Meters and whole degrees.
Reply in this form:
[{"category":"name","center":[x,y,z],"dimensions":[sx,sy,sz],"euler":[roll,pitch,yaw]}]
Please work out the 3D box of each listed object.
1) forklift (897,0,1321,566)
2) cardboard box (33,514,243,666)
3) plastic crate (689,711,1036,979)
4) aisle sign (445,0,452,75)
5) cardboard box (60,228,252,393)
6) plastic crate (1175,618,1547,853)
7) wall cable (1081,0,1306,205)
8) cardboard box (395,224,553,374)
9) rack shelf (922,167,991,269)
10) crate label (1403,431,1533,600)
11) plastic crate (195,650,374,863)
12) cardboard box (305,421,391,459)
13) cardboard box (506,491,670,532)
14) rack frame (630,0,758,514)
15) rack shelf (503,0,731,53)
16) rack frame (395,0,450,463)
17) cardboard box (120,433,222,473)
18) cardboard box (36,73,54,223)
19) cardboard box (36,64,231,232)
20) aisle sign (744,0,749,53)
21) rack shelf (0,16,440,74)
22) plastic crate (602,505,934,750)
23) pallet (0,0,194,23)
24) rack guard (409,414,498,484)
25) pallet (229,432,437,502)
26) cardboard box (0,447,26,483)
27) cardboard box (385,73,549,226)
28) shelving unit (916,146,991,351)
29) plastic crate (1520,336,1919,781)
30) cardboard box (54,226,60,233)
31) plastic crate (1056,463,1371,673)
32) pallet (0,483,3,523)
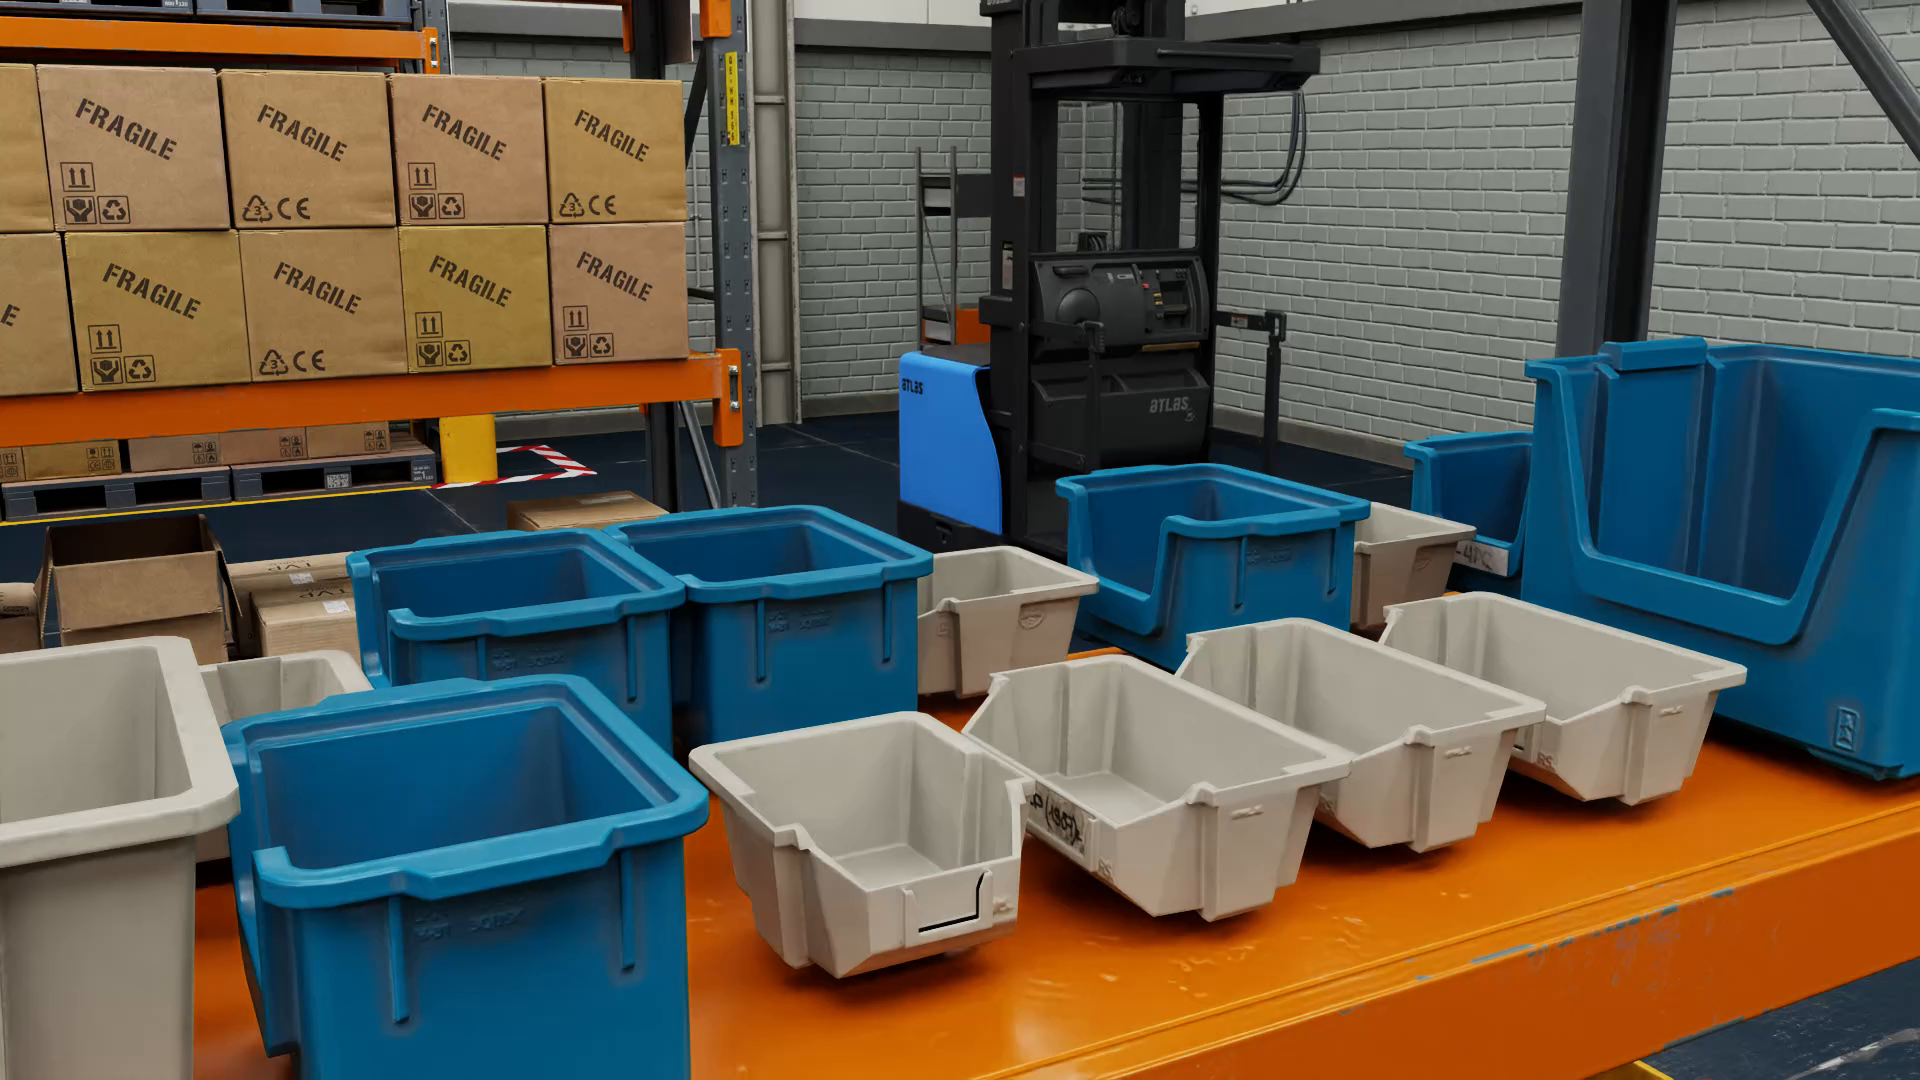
[{"category":"forklift","center":[0.855,-1.121,7.414],"dimensions":[1.130,2.935,3.031],"euler":[-7,15,-30]},{"category":"cardboard box","center":[-2.940,0.232,5.930],"dimensions":[0.637,0.503,0.797],"euler":[-7,14,-28]},{"category":"plastic crate","center":[-0.080,0.278,1.505],"dimensions":[0.250,0.136,0.298],"euler":[-7,14,-28]},{"category":"aisle sign","center":[-3.246,-3.166,10.423],"dimensions":[0.004,0.787,0.394],"euler":[-7,14,-28]},{"category":"cardboard box","center":[-2.675,-0.783,5.528],"dimensions":[0.500,0.500,0.500],"euler":[-7,14,-29]},{"category":"plastic crate","center":[0.404,0.209,1.811],"dimensions":[0.243,0.136,0.396],"euler":[-7,14,-28]},{"category":"wall cable","center":[1.683,-3.886,12.951],"dimensions":[0.112,2.526,3.097],"euler":[-7,14,-28]},{"category":"cardboard box","center":[-1.792,-0.887,5.992],"dimensions":[0.500,0.500,0.500],"euler":[-7,14,-27]},{"category":"rack shelf","center":[0.083,-1.734,8.905],"dimensions":[0.480,0.518,0.431],"euler":[-7,15,-30]},{"category":"crate label","center":[0.920,-0.023,2.626],"dimensions":[0.303,0.233,0.416],"euler":[-7,14,-28]},{"category":"plastic crate","center":[-0.832,0.241,1.672],"dimensions":[0.466,0.136,0.293],"euler":[-7,14,-28]},{"category":"cardboard box","center":[-4.019,-0.840,10.747],"dimensions":[0.500,0.500,0.700],"euler":[-7,14,-28]},{"category":"cardboard box","center":[-1.435,0.116,6.452],"dimensions":[0.500,0.500,0.500],"euler":[-7,14,-28]},{"category":"rack frame","center":[-1.076,-0.993,6.691],"dimensions":[0.127,3.000,1.000],"euler":[-7,14,-28]},{"category":"rack shelf","center":[-2.832,-1.895,5.506],"dimensions":[4.000,0.370,1.077],"euler":[-7,14,-28]},{"category":"rack frame","center":[-3.453,-1.948,10.931],"dimensions":[0.127,3.000,1.000],"euler":[-7,14,-28]},{"category":"cardboard box","center":[-4.900,-0.734,10.277],"dimensions":[0.500,0.500,0.700],"euler":[-7,15,-30]},{"category":"cardboard box","center":[-3.376,-1.320,5.636],"dimensions":[0.500,0.500,0.500],"euler":[-7,14,-27]},{"category":"cardboard box","center":[-2.682,-1.267,5.403],"dimensions":[0.500,0.500,0.500],"euler":[-6,14,-26]},{"category":"aisle sign","center":[-0.869,-2.210,6.175],"dimensions":[0.004,0.787,0.394],"euler":[-7,14,-28]},{"category":"rack shelf","center":[-5.208,-2.850,9.746],"dimensions":[4.000,0.370,1.077],"euler":[-7,14,-28]},{"category":"plastic crate","center":[-0.236,0.115,2.010],"dimensions":[0.300,0.233,0.416],"euler":[-7,14,-28]},{"category":"pallet","center":[-5.171,-3.158,9.682],"dimensions":[1.213,0.211,1.003],"euler":[-7,14,-28]},{"category":"rack guard","center":[-3.432,-0.731,11.217],"dimensions":[0.348,0.500,1.175],"euler":[-7,14,-28]},{"category":"pallet","center":[-4.117,-0.488,10.797],"dimensions":[1.213,0.211,1.003],"euler":[-7,14,-28]},{"category":"cardboard box","center":[-5.816,-0.623,9.783],"dimensions":[0.500,0.500,0.700],"euler":[-7,14,-28]},{"category":"cardboard box","center":[-1.778,-1.377,5.890],"dimensions":[0.500,0.500,0.500],"euler":[-6,14,-26]},{"category":"shelving unit","center":[0.083,-1.064,9.055],"dimensions":[0.503,2.100,0.431],"euler":[-7,15,-30]},{"category":"plastic crate","center":[1.090,-0.014,2.121],"dimensions":[0.499,0.435,0.616],"euler":[-7,14,-28]},{"category":"cardboard box","center":[-3.370,-0.832,5.748],"dimensions":[0.500,0.500,0.500],"euler":[-6,14,-27]},{"category":"plastic crate","center":[0.342,0.046,2.318],"dimensions":[0.300,0.233,0.416],"euler":[-7,14,-28]},{"category":"pallet","center":[-6.259,-0.231,9.656],"dimensions":[1.213,0.211,1.003],"euler":[-7,14,-28]}]
